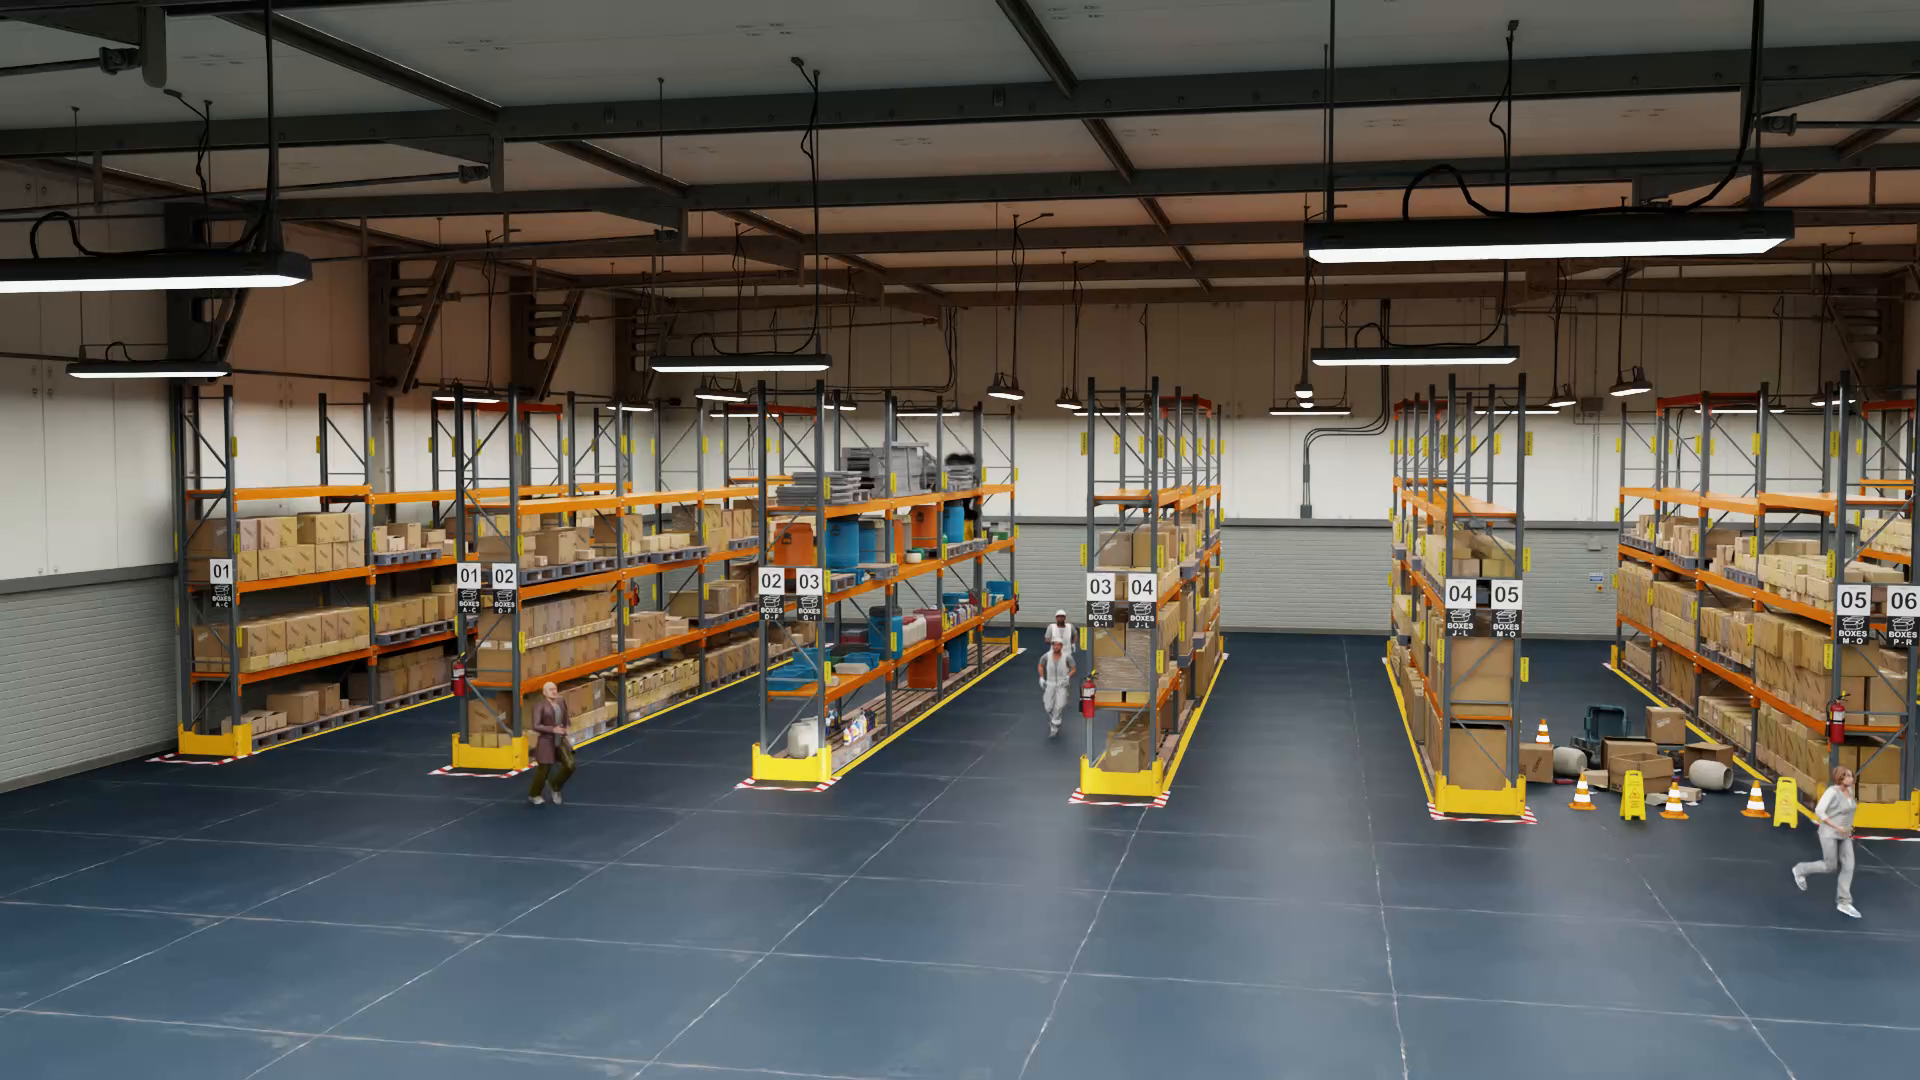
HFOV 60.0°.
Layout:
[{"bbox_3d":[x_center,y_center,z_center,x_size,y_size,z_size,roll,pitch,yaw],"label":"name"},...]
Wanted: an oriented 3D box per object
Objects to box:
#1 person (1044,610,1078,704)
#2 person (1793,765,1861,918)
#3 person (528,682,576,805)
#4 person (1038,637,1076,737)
[{"bbox_3d":[1.982,2.283,32.606,0.654,1.835,0.729,0,3,3],"label":"person"},{"bbox_3d":[9.447,3.229,18.034,0.566,1.559,0.818,-2,4,-29],"label":"person"},{"bbox_3d":[-5.627,2.820,23.048,0.881,1.736,0.728,3,4,44],"label":"person"},{"bbox_3d":[1.669,2.530,28.677,0.670,1.737,0.582,0,3,9],"label":"person"}]
